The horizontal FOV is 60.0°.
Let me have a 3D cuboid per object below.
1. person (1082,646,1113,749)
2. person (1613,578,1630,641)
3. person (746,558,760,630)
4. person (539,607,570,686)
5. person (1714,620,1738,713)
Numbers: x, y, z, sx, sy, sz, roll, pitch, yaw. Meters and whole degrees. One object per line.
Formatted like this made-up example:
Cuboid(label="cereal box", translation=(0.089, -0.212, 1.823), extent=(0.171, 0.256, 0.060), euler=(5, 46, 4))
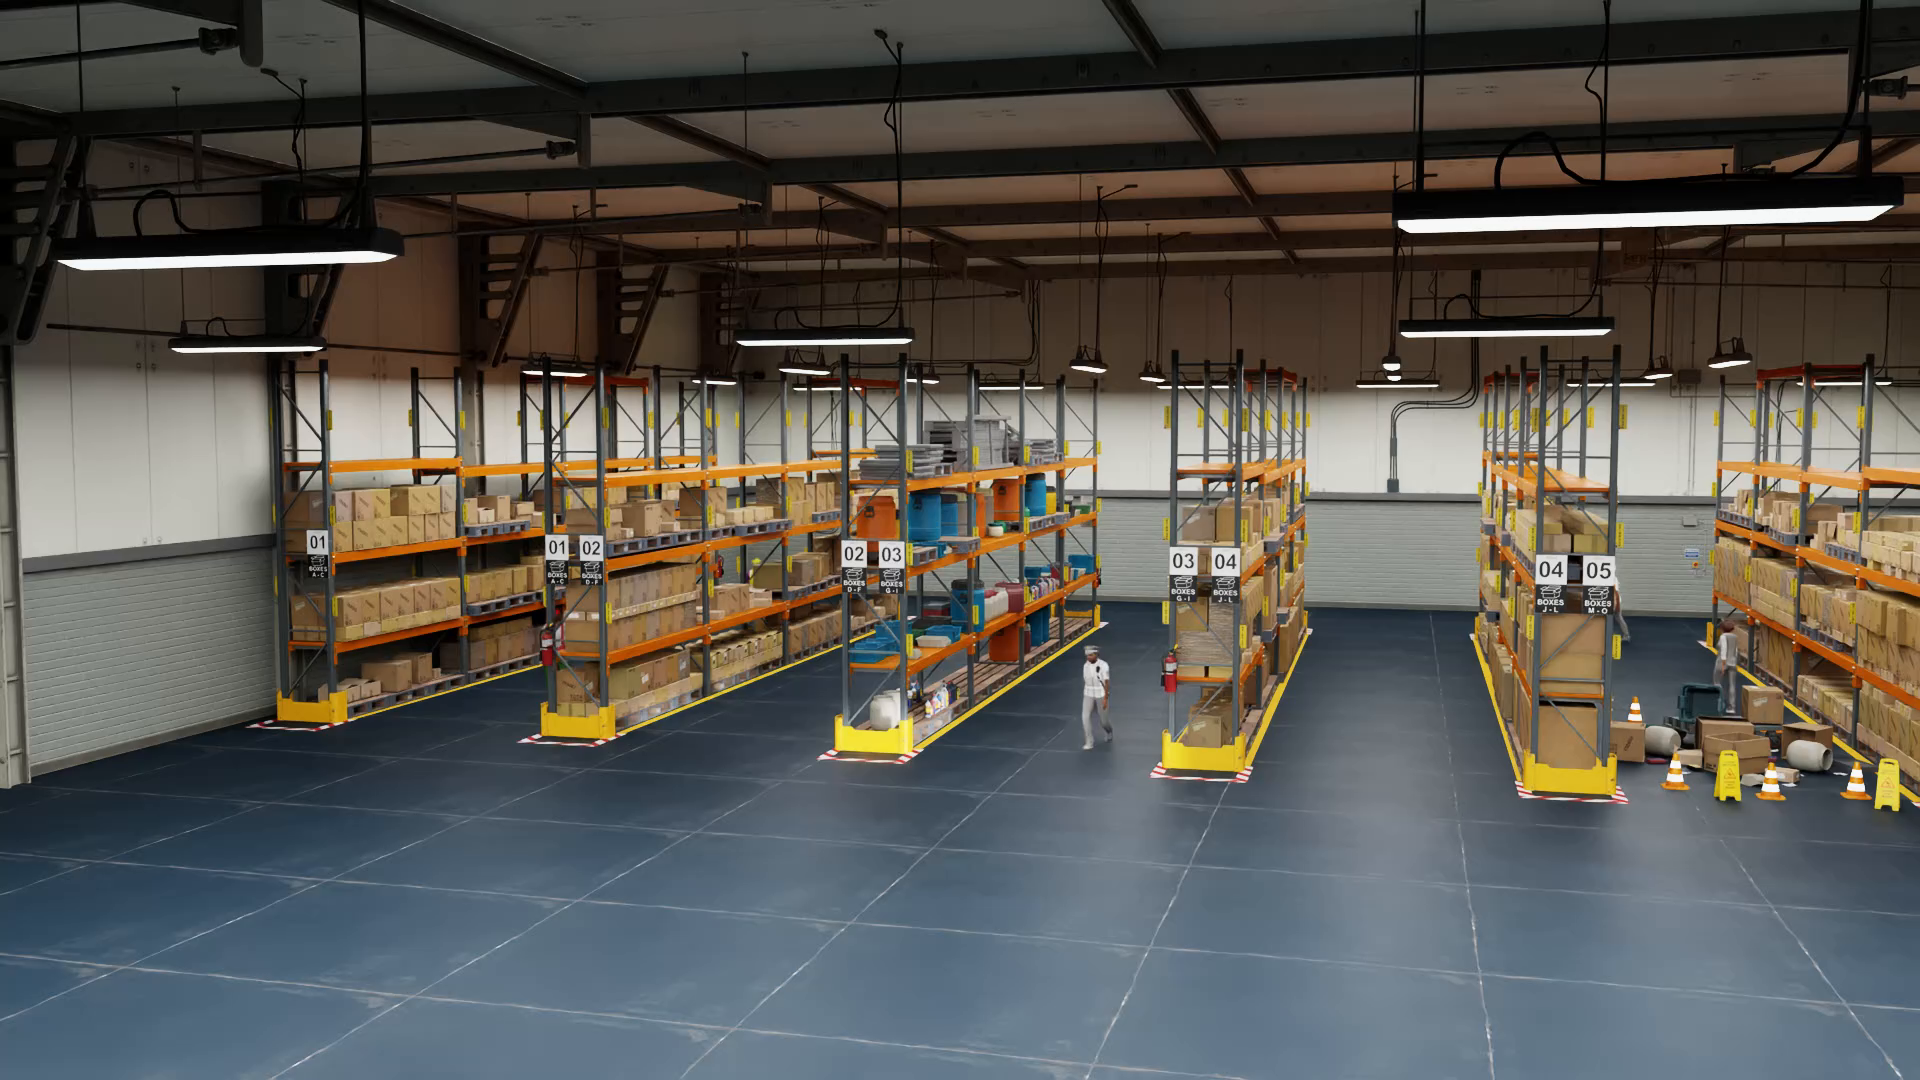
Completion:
Cuboid(label="person", translation=(2.082, 2.383, 25.534), extent=(0.431, 1.541, 0.963), euler=(2, 4, 23))
Cuboid(label="person", translation=(14.698, 1.415, 37.621), extent=(0.982, 1.700, 0.530), euler=(4, 5, 41))
Cuboid(label="person", translation=(-4.854, 1.288, 39.577), extent=(0.674, 1.708, 1.085), euler=(1, 4, 16))
Cuboid(label="person", translation=(-7.038, 2.036, 29.105), extent=(0.629, 1.767, 0.689), euler=(0, 4, 4))
Cuboid(label="person", translation=(13.139, 2.179, 28.445), extent=(0.406, 1.617, 0.627), euler=(0, 4, 1))
